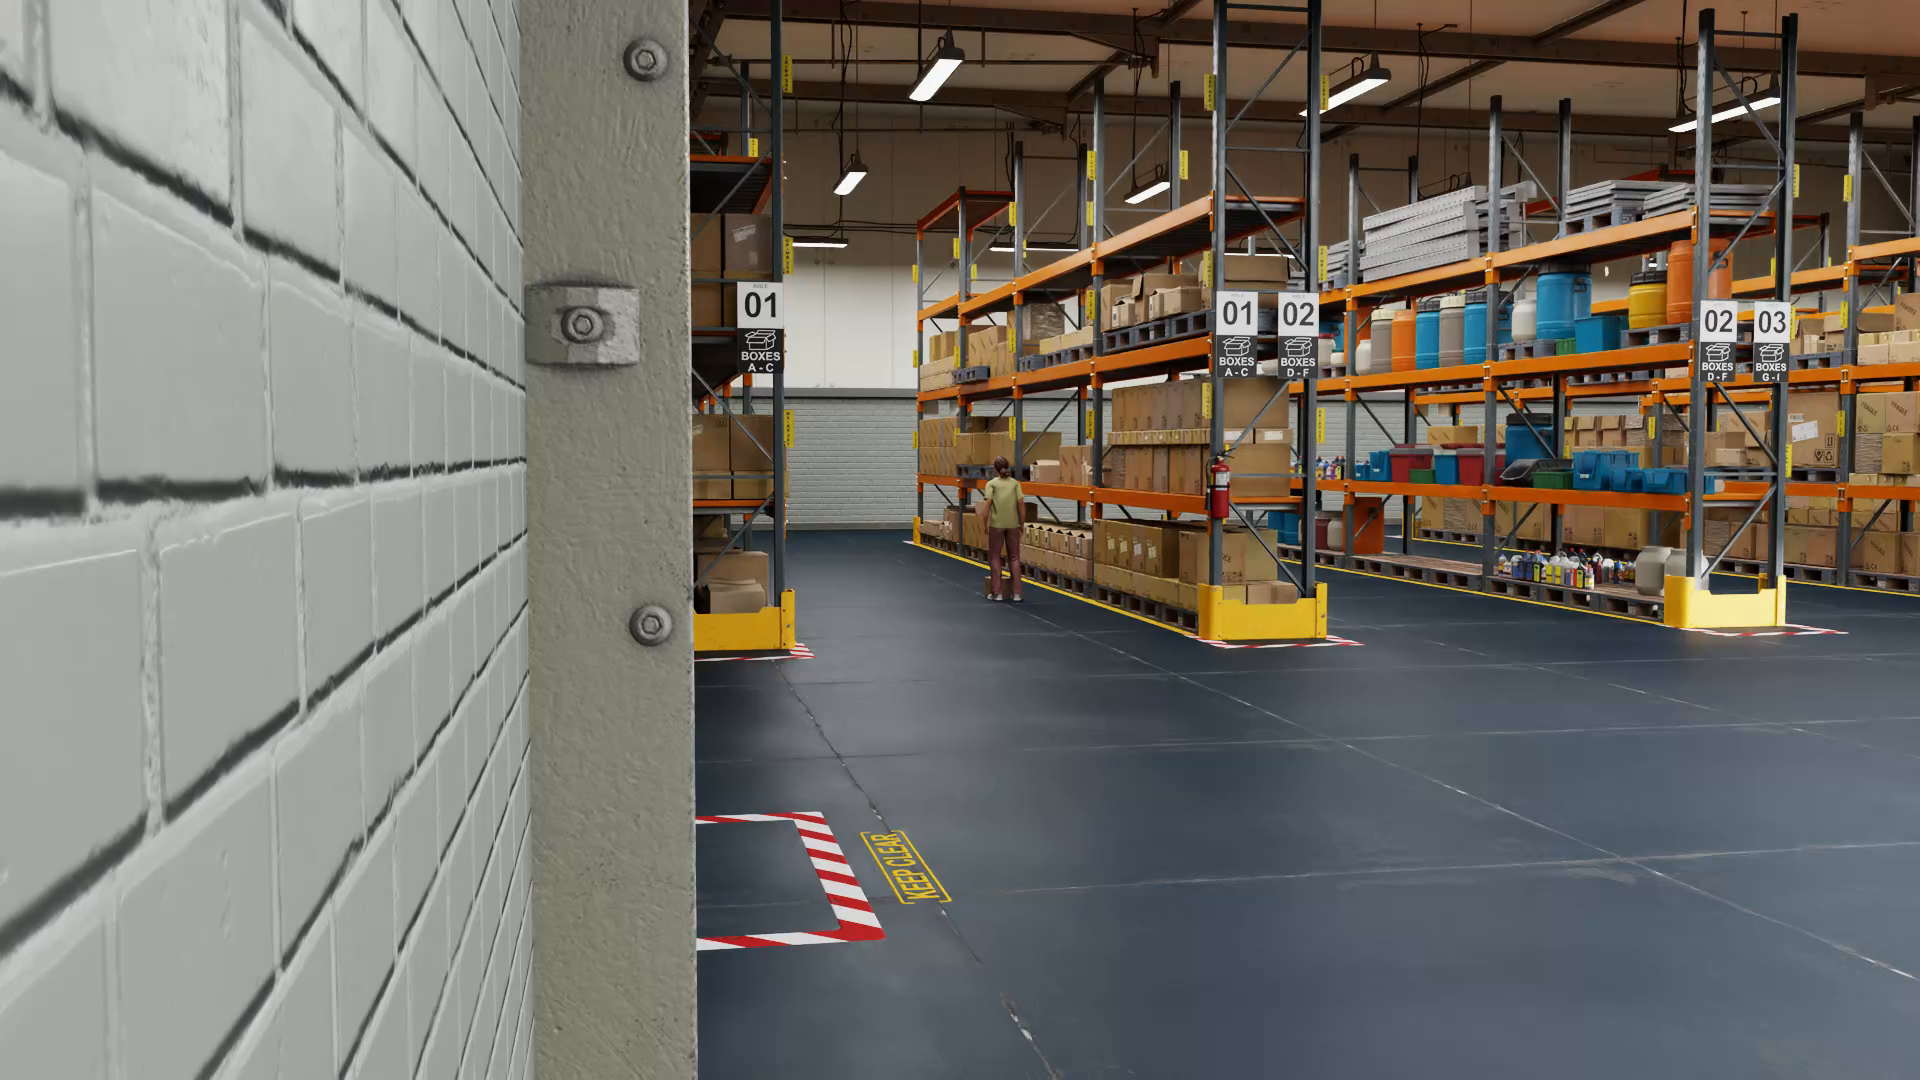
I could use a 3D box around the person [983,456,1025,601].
[{"bbox_3d":[0.497,-0.134,19.275,0.500,1.673,0.404,-1,3,-12],"label":"person"}]
